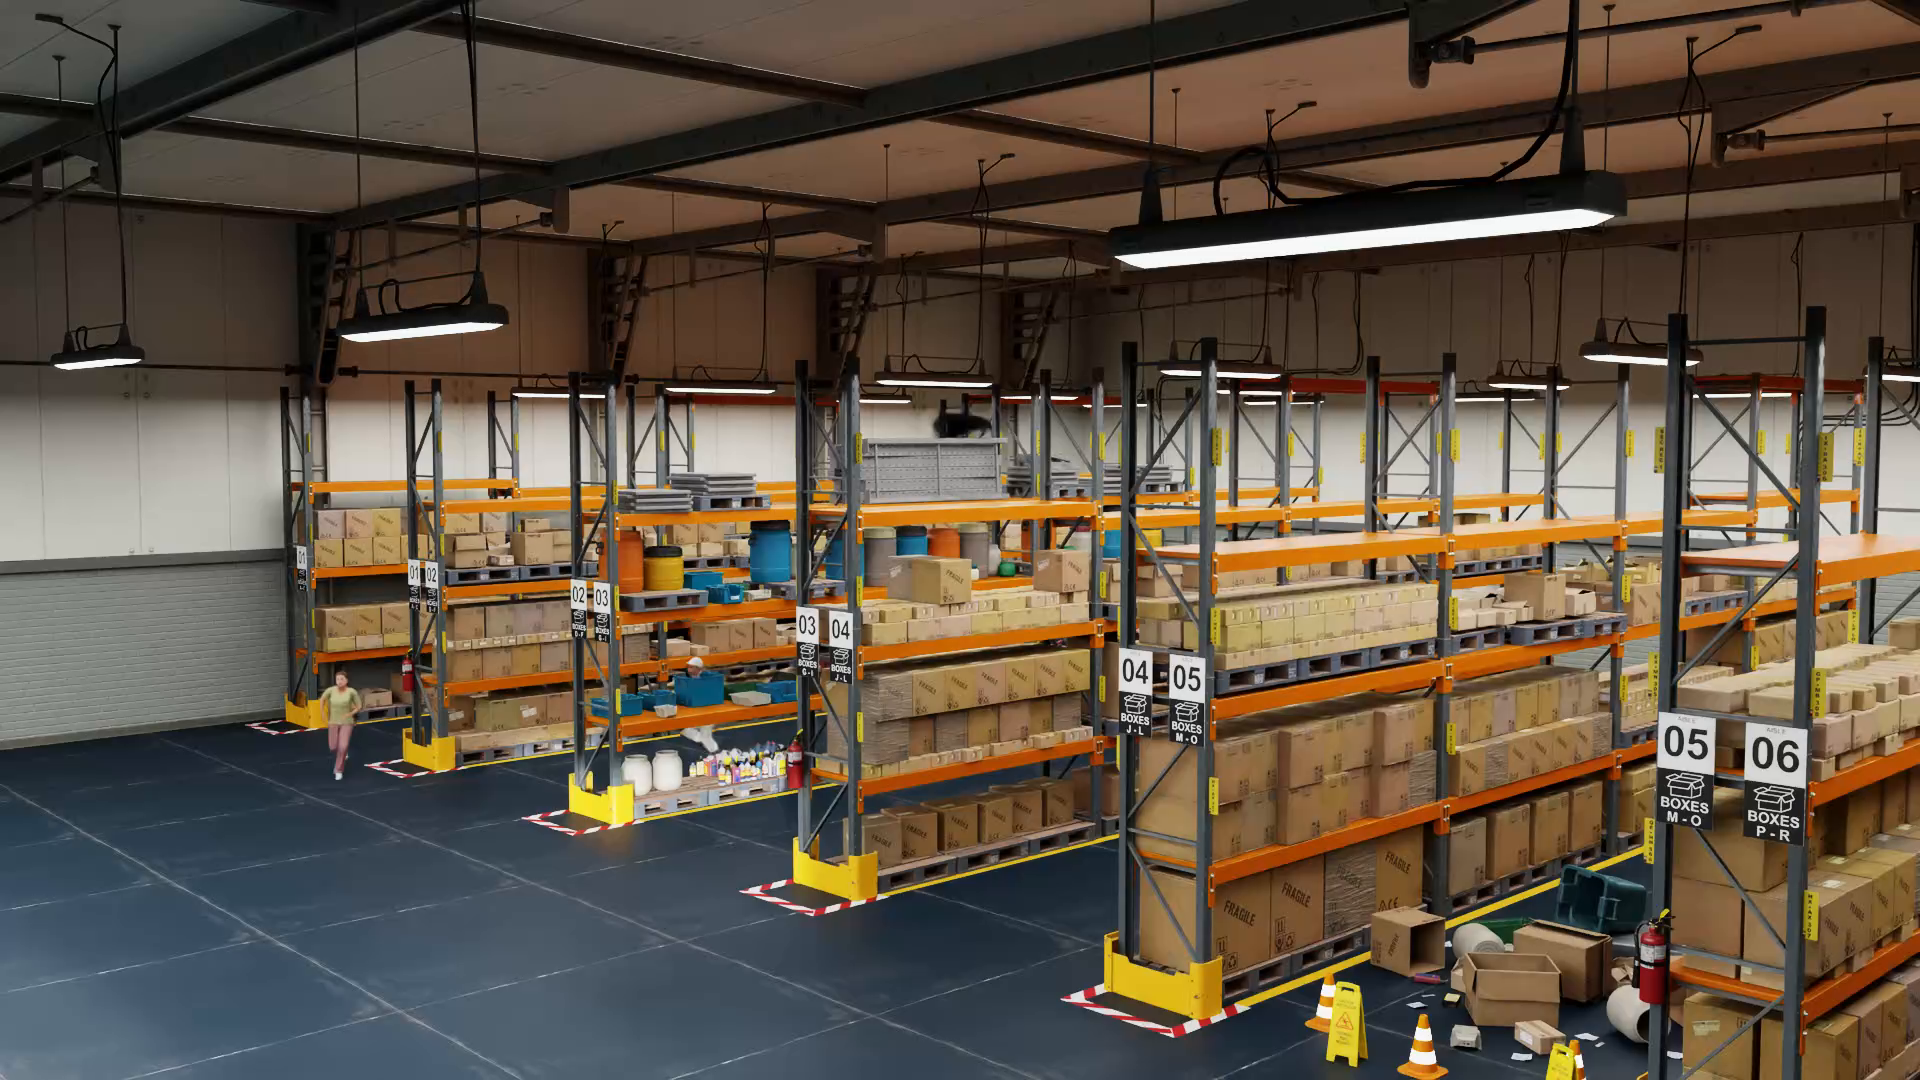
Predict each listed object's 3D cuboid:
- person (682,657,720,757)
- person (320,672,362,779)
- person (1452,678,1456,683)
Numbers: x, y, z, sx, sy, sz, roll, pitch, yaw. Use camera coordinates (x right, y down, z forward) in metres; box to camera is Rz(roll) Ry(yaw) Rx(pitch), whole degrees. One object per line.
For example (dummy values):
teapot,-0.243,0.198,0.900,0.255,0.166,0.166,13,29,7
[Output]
person,-4.009,2.646,25.700,0.720,1.697,0.620,-3,5,-37
person,-9.320,2.778,25.026,0.618,1.616,0.643,-1,4,-10
person,7.154,2.809,23.972,0.660,1.715,0.989,3,5,42
